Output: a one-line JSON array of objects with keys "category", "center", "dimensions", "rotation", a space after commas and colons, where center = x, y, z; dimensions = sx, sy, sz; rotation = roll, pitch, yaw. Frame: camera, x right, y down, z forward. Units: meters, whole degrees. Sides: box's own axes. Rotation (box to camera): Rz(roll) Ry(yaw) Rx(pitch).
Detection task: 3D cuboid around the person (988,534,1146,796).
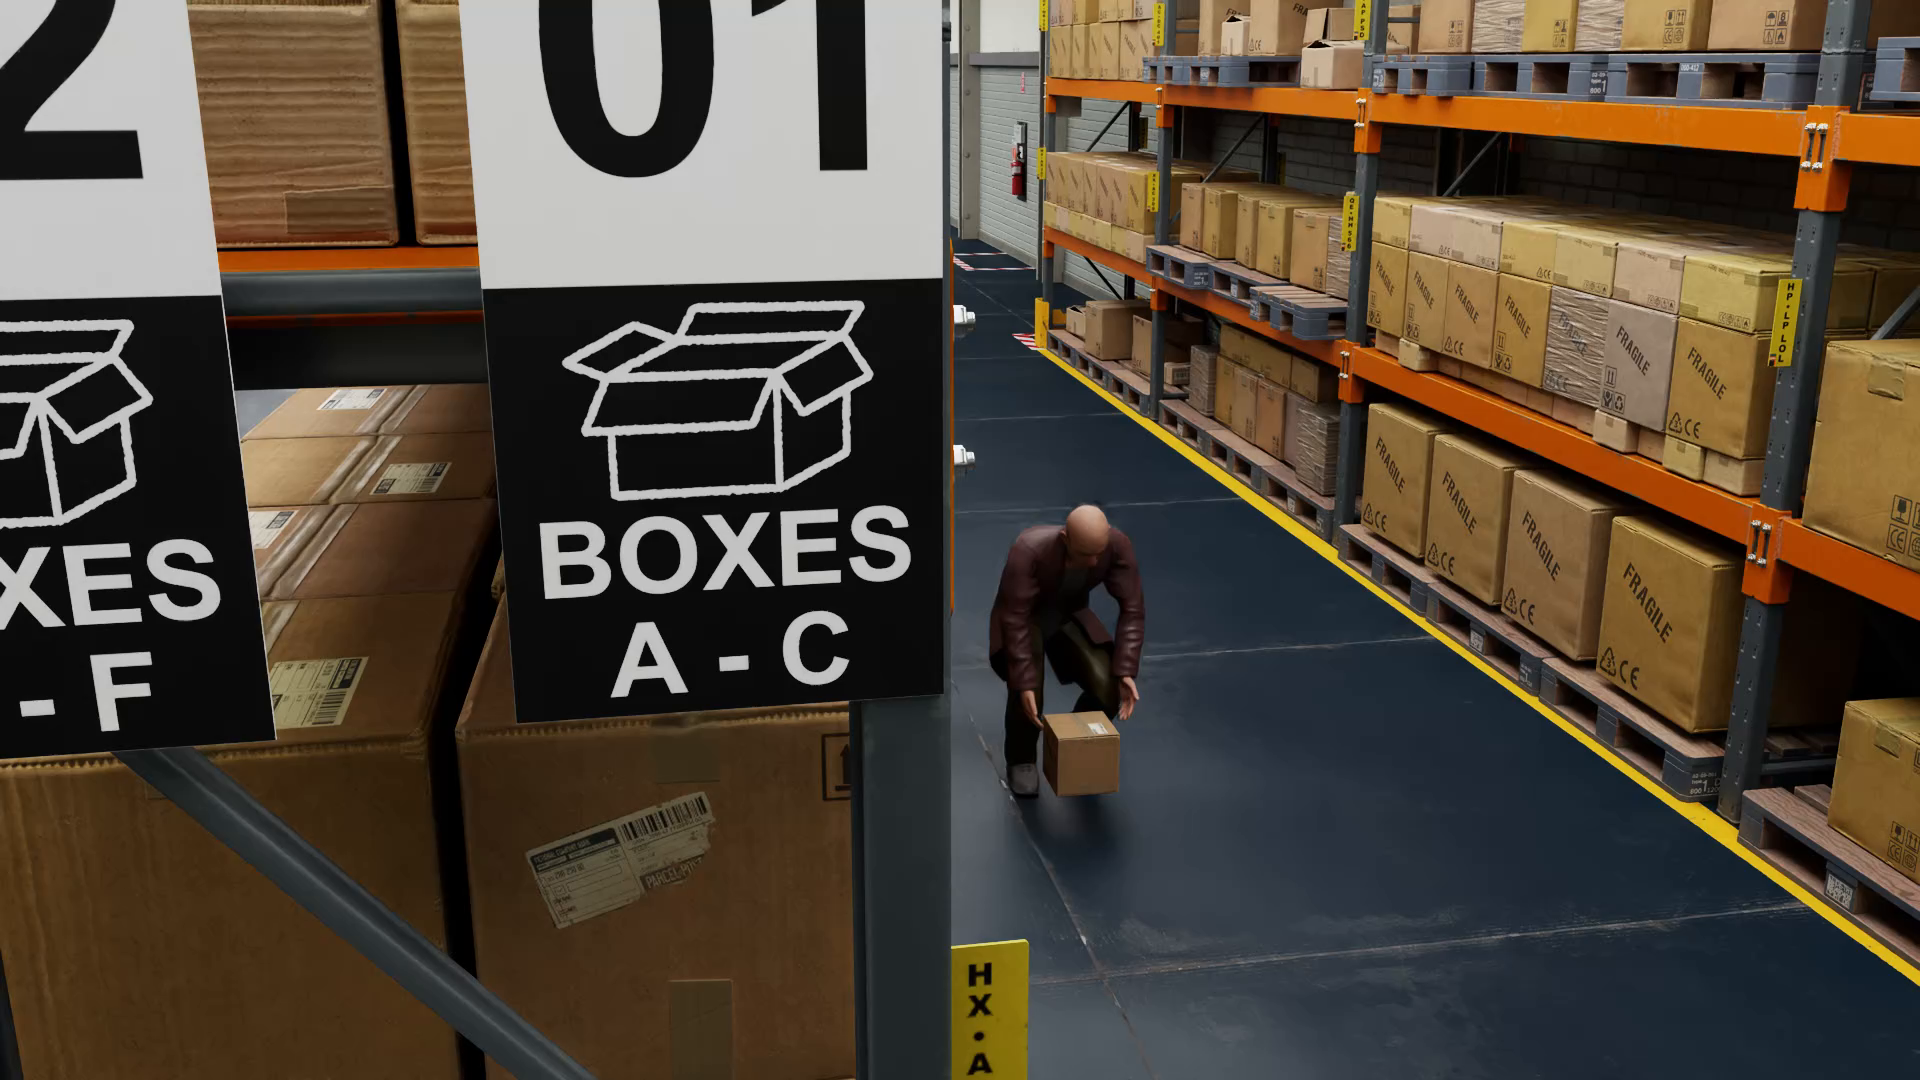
[{"category": "person", "center": [0.432, 0.480, 6.980], "dimensions": [0.623, 1.180, 0.822], "rotation": [-3, 16, -11]}]
